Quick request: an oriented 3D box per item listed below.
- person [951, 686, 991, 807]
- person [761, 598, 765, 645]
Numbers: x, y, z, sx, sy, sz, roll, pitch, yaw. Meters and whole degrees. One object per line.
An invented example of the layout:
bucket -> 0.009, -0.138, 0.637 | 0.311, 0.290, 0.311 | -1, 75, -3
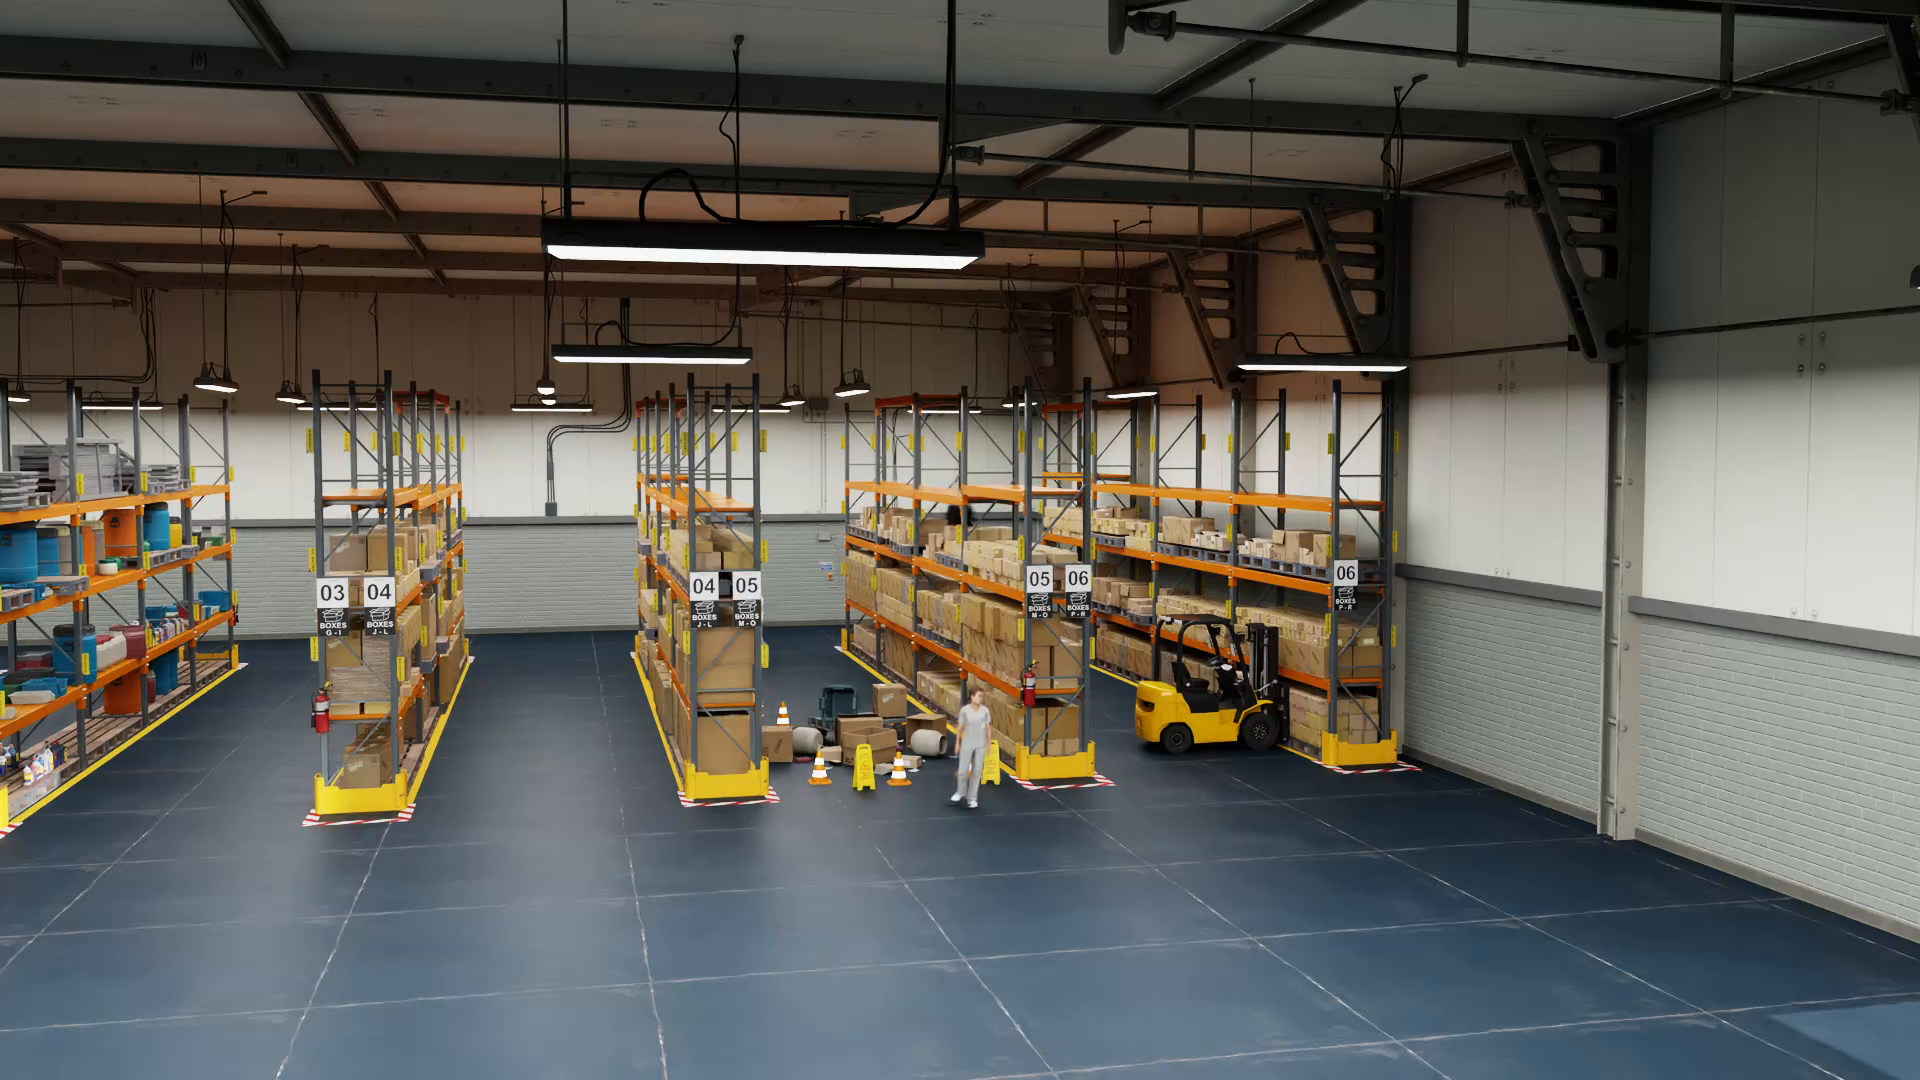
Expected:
person -> 0.151, 2.839, 22.897 | 0.544, 1.662, 0.439 | -1, 3, -15
person -> -4.735, 1.891, 38.720 | 0.864, 1.732, 0.678 | 3, 4, 39
